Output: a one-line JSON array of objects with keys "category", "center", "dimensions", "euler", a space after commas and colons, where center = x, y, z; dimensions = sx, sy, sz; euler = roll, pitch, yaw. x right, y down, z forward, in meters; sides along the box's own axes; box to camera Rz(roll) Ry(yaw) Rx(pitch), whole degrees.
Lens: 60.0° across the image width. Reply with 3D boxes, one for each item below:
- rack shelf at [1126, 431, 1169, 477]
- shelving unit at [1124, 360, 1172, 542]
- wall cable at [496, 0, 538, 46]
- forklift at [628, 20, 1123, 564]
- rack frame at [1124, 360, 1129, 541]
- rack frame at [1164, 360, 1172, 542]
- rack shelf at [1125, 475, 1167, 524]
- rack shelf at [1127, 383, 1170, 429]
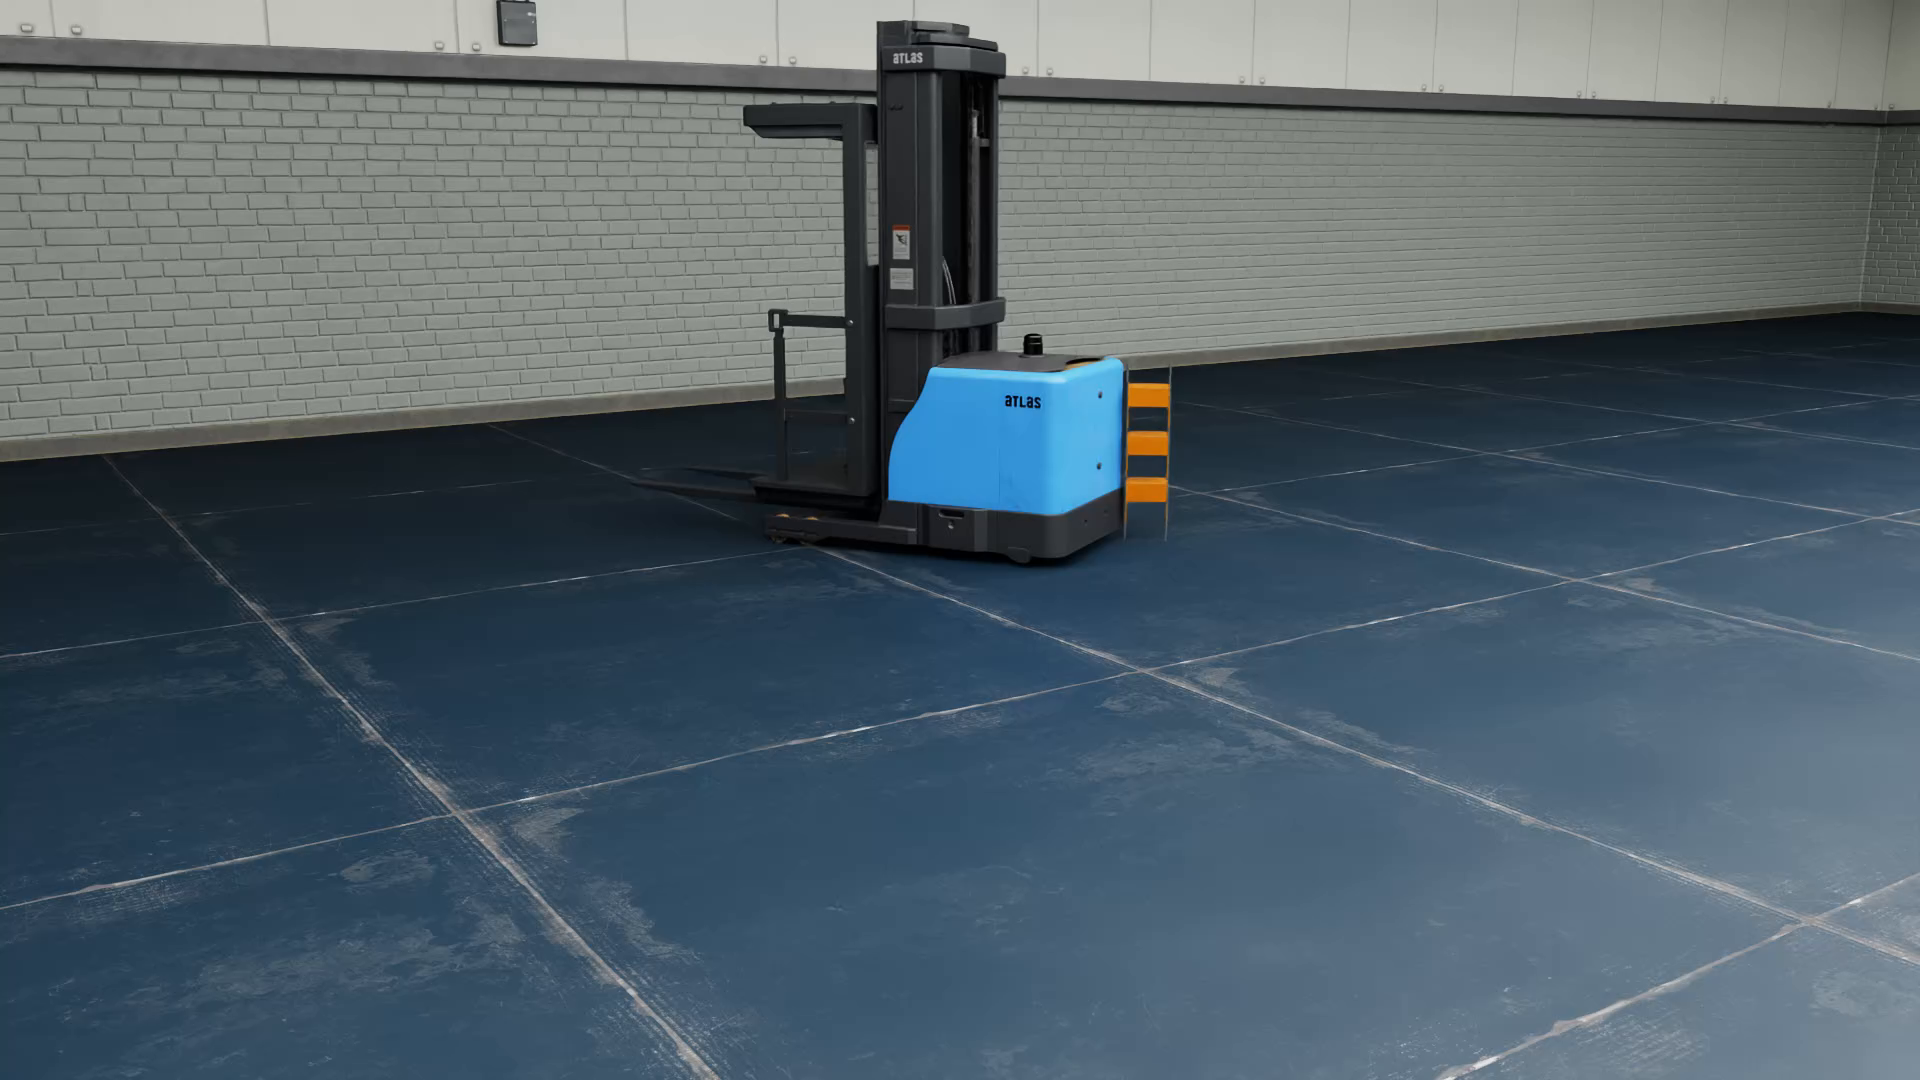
[{"category": "rack shelf", "center": [1.104, -0.517, 9.816], "dimensions": [0.240, 0.259, 0.215], "euler": [1, 12, 5]}, {"category": "shelving unit", "center": [1.104, -0.527, 9.814], "dimensions": [0.252, 1.050, 0.215], "euler": [1, 12, 5]}, {"category": "wall cable", "center": [-2.906, -7.252, 13.999], "dimensions": [2.305, 6.003, 0.169], "euler": [-8, 15, -33]}, {"category": "forklift", "center": [-0.587, -1.497, 9.846], "dimensions": [3.031, 2.935, 1.130], "euler": [6, 14, 25]}, {"category": "rack frame", "center": [0.983, -0.529, 9.824], "dimensions": [0.008, 1.050, 0.200], "euler": [1, 12, 5]}, {"category": "rack frame", "center": [1.226, -0.525, 9.804], "dimensions": [0.008, 1.050, 0.200], "euler": [1, 12, 5]}, {"category": "rack shelf", "center": [1.104, -0.245, 9.876], "dimensions": [0.240, 0.259, 0.215], "euler": [1, 12, 5]}, {"category": "rack shelf", "center": [1.104, -0.794, 9.756], "dimensions": [0.240, 0.259, 0.215], "euler": [1, 12, 5]}]
